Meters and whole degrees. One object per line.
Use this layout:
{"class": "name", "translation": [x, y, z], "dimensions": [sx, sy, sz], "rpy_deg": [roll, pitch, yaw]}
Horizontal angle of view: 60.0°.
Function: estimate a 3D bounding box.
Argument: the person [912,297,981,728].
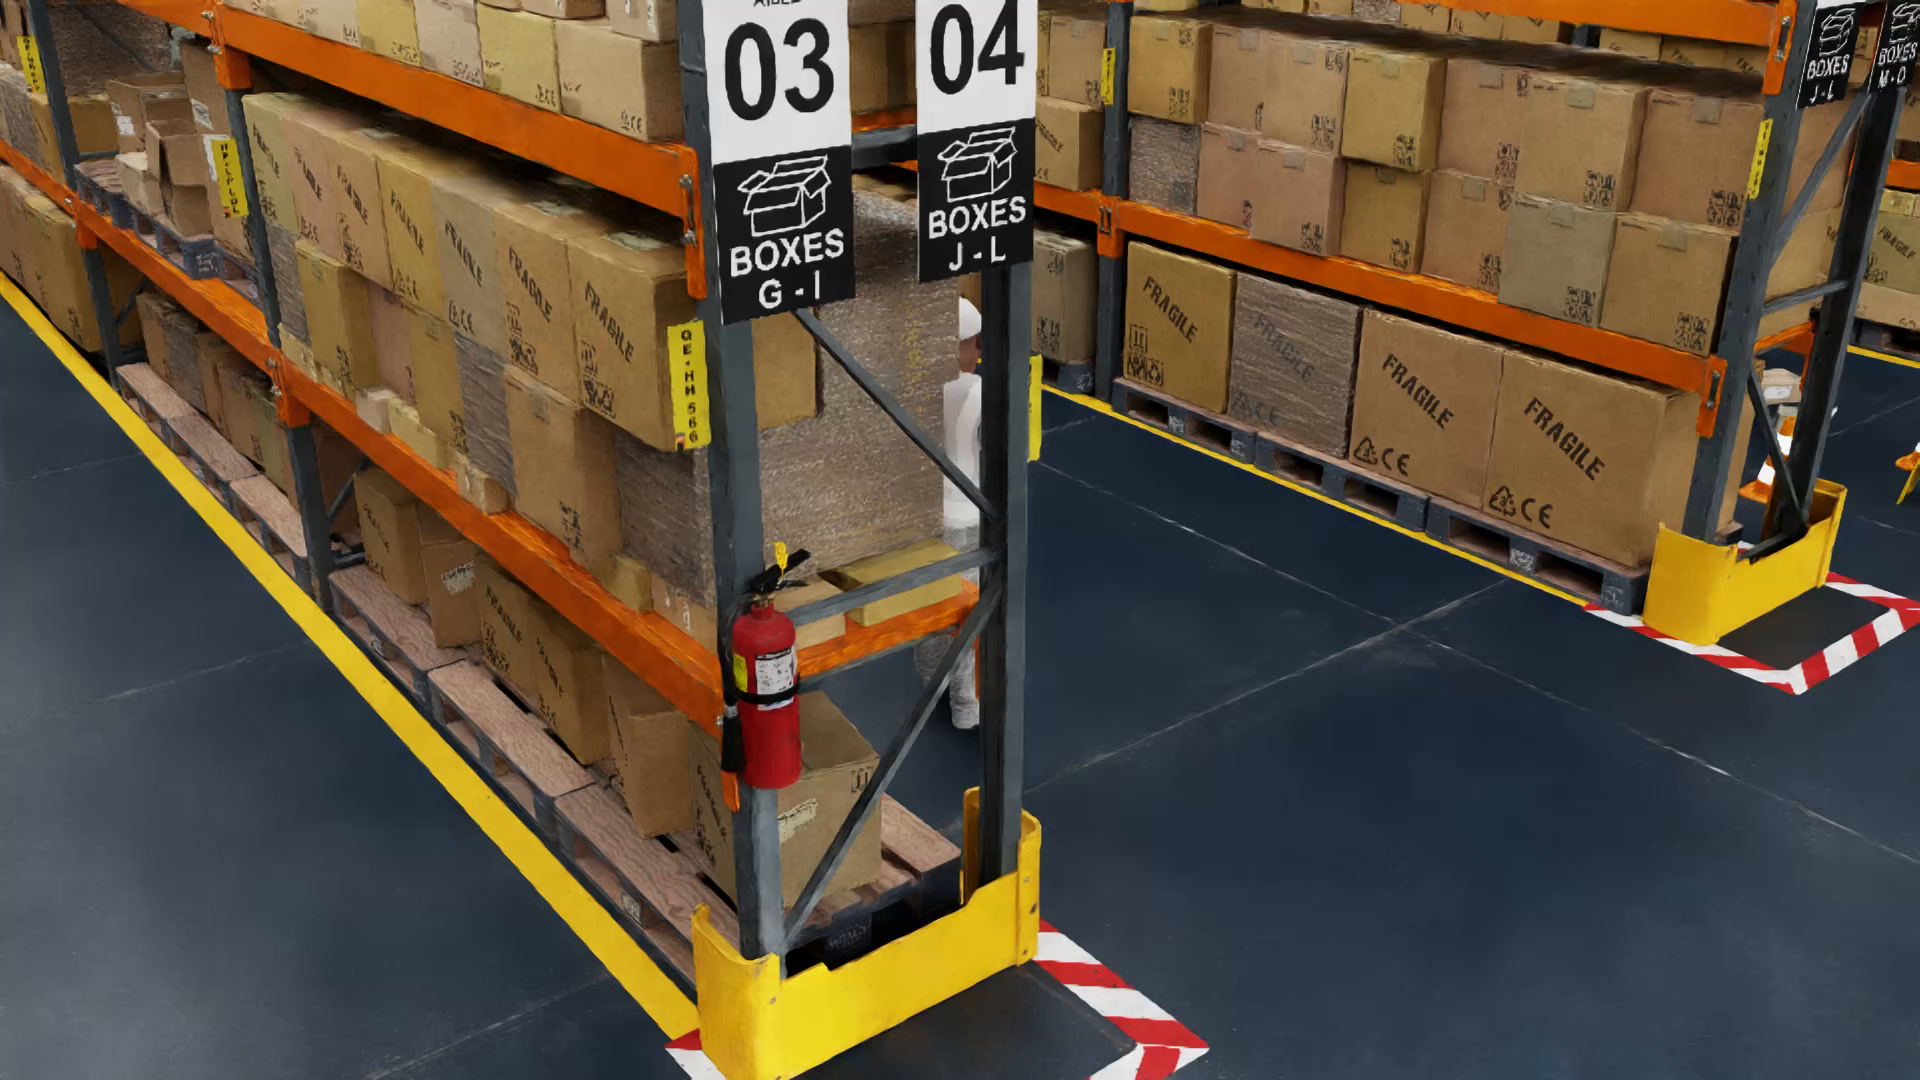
{"class": "person", "translation": [0.013, -0.132, 6.806], "dimensions": [0.618, 1.780, 0.479], "rpy_deg": [18, 30, 35]}
